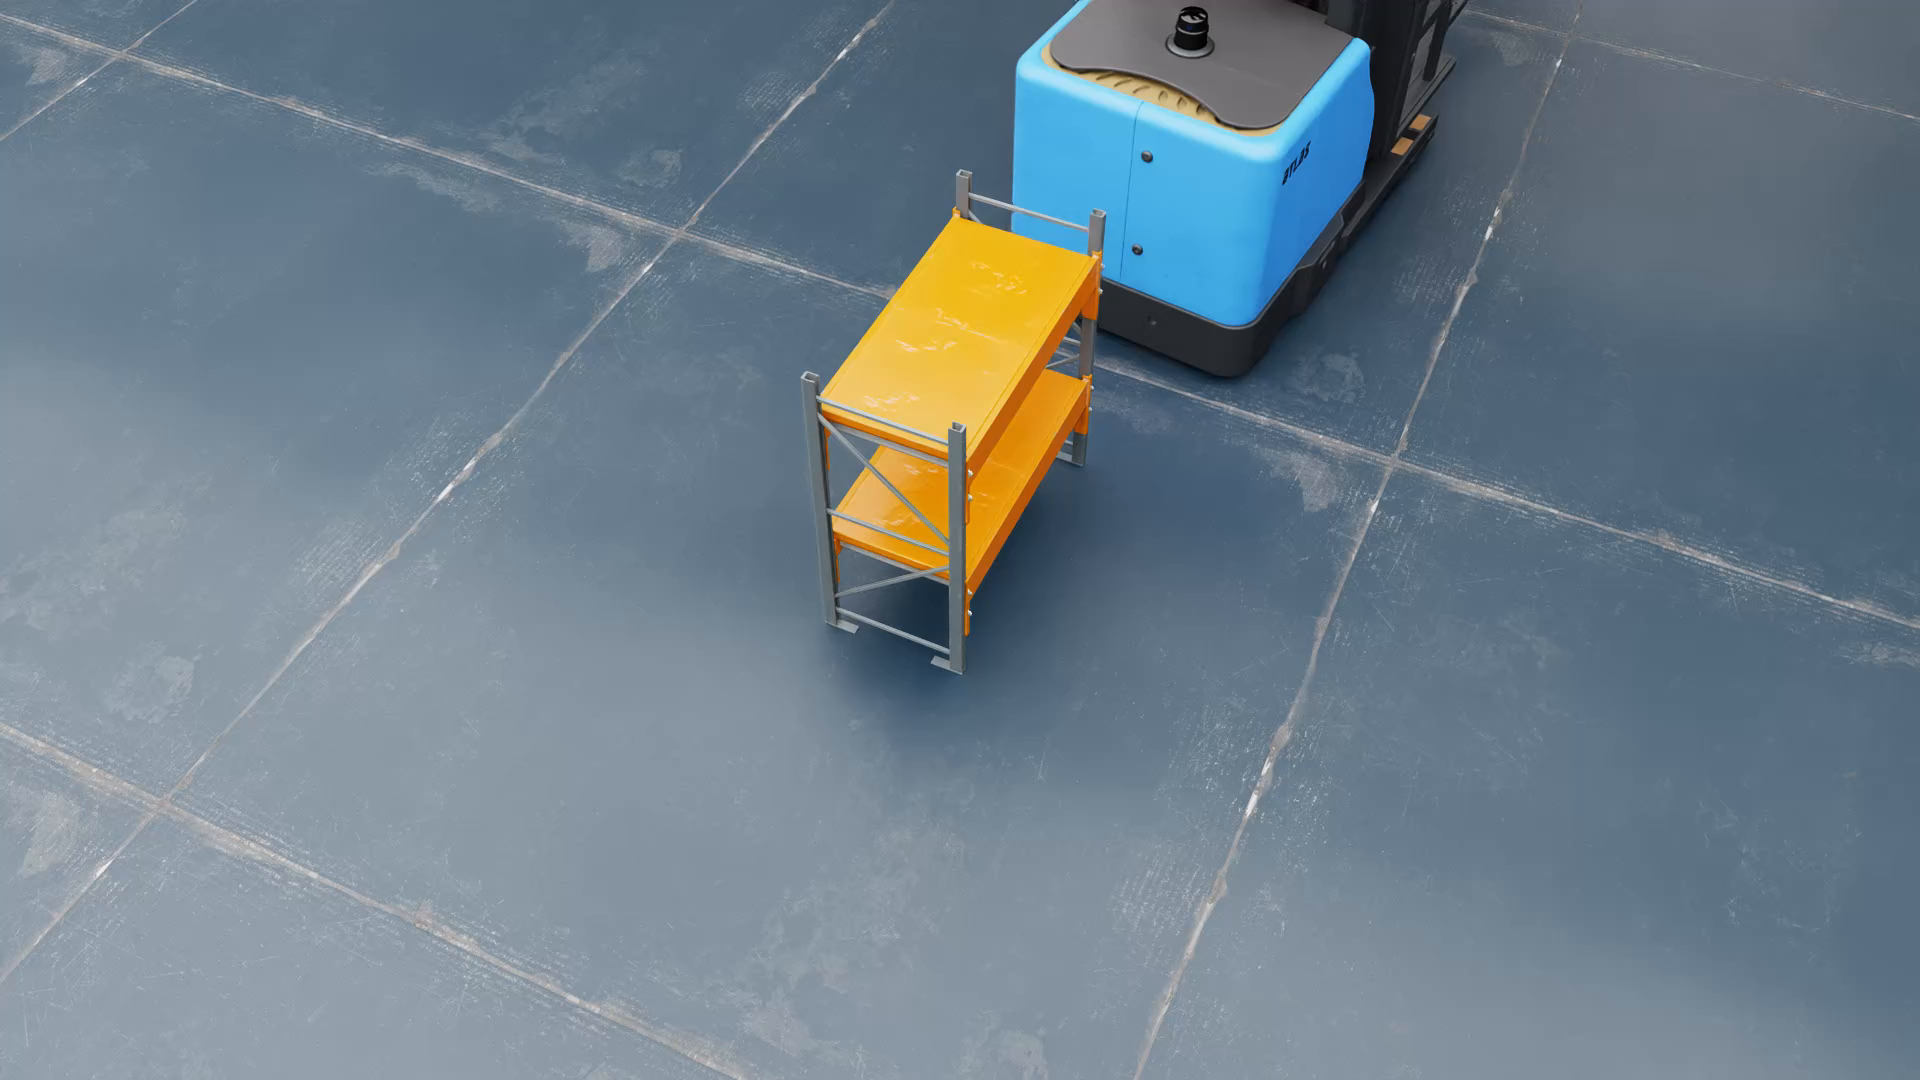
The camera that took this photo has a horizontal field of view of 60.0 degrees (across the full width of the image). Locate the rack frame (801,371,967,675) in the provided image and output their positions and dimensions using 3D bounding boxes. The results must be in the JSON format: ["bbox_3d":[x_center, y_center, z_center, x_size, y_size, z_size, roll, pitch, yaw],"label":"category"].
[{"bbox_3d":[-0.214,-0.019,5.028,0.500,1.125,0.032,20,52,16],"label":"rack frame"}]

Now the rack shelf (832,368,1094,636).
[{"bbox_3d":[0.003,-0.211,5.512,0.538,0.278,1.000,20,52,16],"label":"rack shelf"}]

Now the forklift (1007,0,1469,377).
[{"bbox_3d":[1.389,-2.666,6.094,1.130,2.935,3.031,26,54,20],"label":"forklift"}]

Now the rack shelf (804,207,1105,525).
[{"bbox_3d":[0.003,-0.559,5.103,0.538,0.278,1.000,20,52,16],"label":"rack shelf"}]

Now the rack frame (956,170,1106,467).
[{"bbox_3d":[0.220,-0.719,5.623,0.500,1.125,0.032,20,52,16],"label":"rack frame"}]

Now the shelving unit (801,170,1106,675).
[{"bbox_3d":[0.003,-0.369,5.326,0.538,1.125,1.048,20,52,16],"label":"shelving unit"}]
